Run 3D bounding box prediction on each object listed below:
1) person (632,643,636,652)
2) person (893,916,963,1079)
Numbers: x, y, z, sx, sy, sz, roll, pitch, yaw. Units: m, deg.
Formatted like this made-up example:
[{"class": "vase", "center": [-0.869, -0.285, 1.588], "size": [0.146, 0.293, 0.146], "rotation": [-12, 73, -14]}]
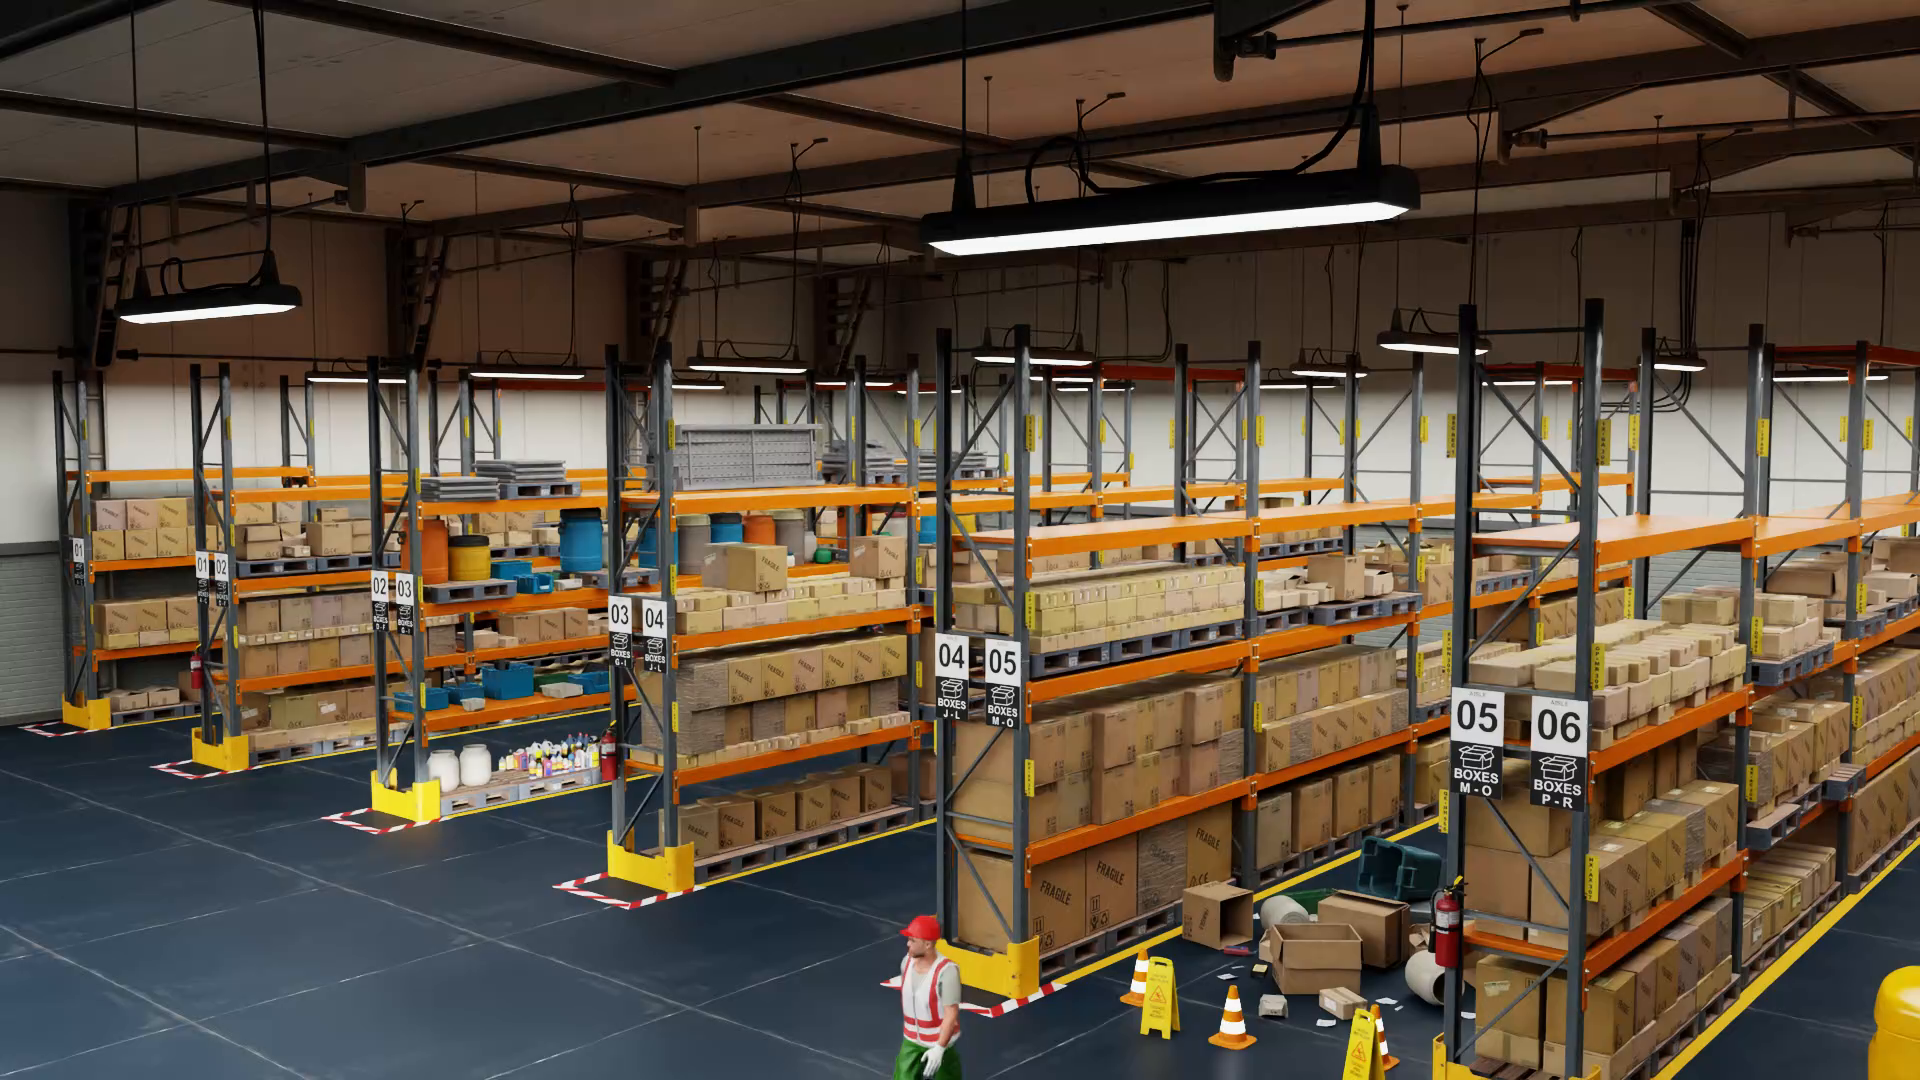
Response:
[{"class": "person", "center": [-6.914, 1.825, 33.987], "size": [0.476, 1.753, 0.592], "rotation": [-3, 5, -34]}, {"class": "person", "center": [-0.258, 3.440, 11.367], "size": [0.561, 1.744, 0.930], "rotation": [3, 5, 35]}]
